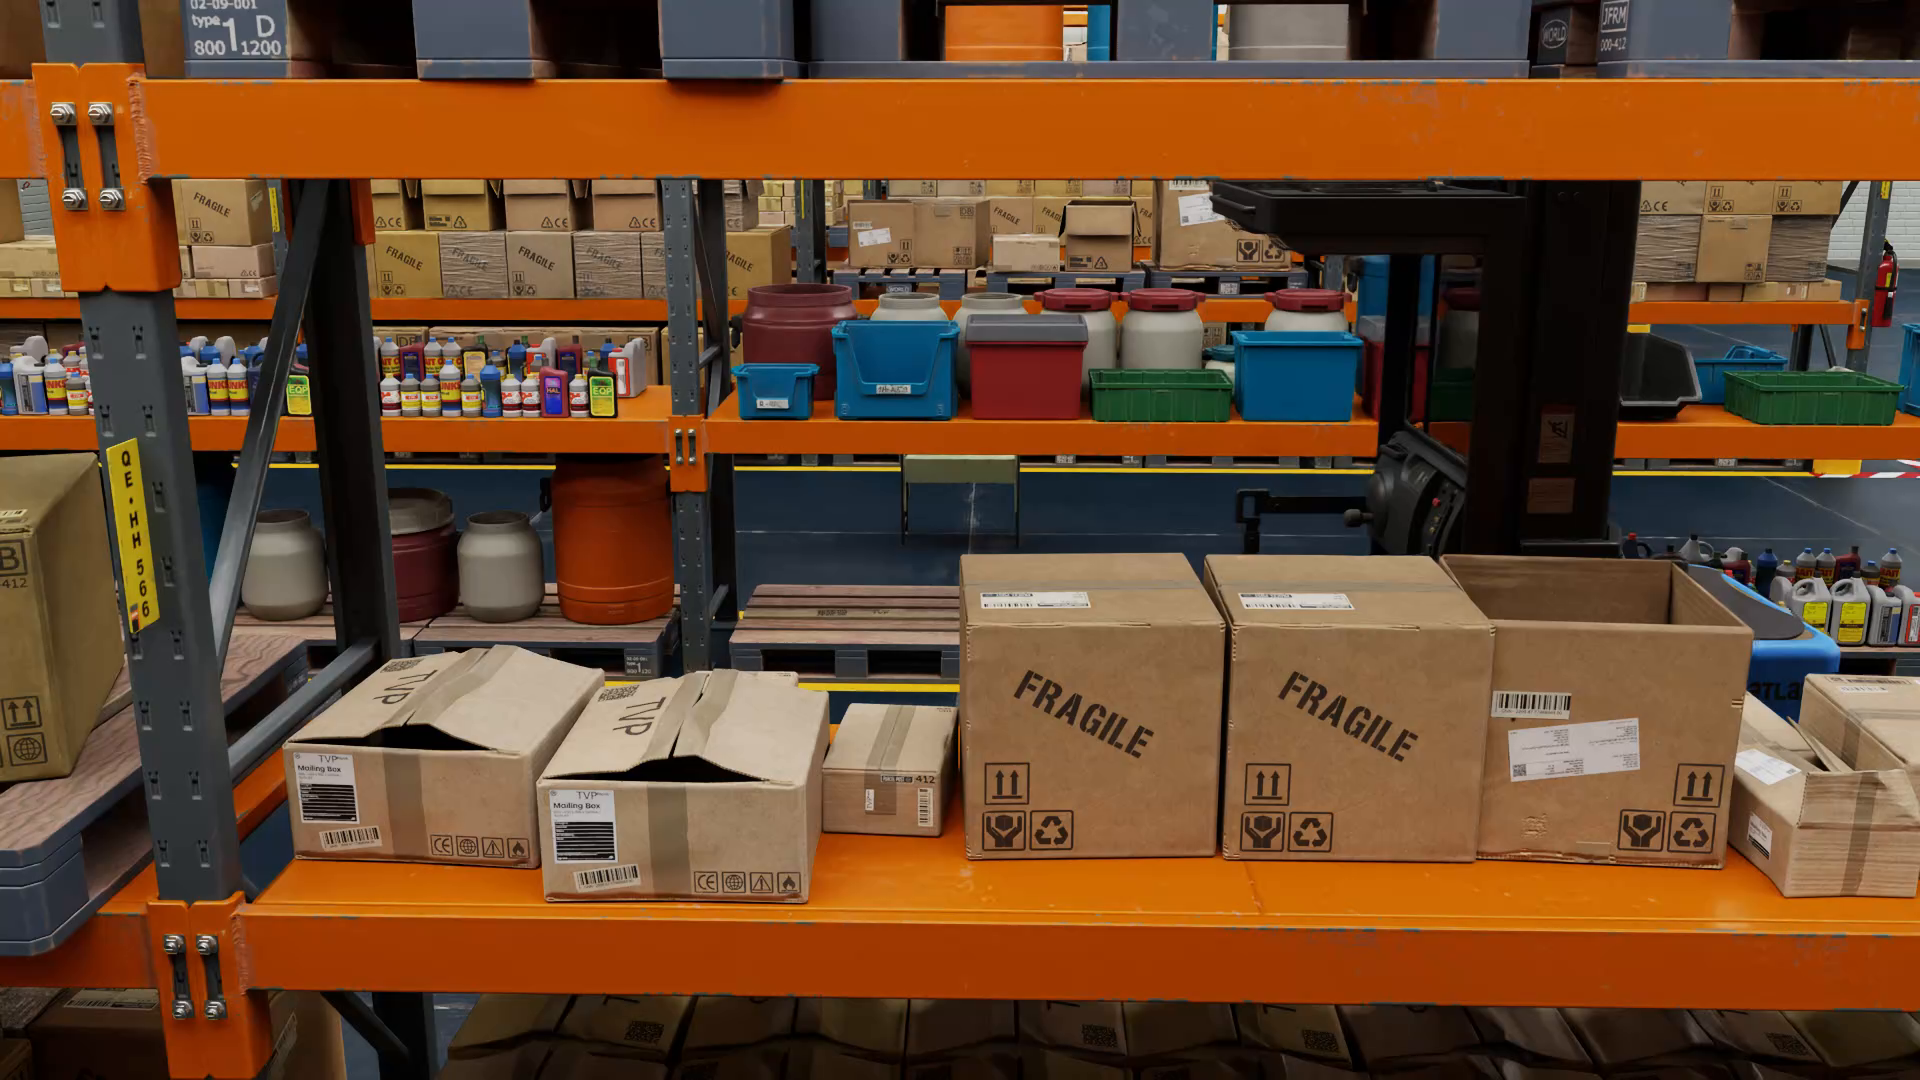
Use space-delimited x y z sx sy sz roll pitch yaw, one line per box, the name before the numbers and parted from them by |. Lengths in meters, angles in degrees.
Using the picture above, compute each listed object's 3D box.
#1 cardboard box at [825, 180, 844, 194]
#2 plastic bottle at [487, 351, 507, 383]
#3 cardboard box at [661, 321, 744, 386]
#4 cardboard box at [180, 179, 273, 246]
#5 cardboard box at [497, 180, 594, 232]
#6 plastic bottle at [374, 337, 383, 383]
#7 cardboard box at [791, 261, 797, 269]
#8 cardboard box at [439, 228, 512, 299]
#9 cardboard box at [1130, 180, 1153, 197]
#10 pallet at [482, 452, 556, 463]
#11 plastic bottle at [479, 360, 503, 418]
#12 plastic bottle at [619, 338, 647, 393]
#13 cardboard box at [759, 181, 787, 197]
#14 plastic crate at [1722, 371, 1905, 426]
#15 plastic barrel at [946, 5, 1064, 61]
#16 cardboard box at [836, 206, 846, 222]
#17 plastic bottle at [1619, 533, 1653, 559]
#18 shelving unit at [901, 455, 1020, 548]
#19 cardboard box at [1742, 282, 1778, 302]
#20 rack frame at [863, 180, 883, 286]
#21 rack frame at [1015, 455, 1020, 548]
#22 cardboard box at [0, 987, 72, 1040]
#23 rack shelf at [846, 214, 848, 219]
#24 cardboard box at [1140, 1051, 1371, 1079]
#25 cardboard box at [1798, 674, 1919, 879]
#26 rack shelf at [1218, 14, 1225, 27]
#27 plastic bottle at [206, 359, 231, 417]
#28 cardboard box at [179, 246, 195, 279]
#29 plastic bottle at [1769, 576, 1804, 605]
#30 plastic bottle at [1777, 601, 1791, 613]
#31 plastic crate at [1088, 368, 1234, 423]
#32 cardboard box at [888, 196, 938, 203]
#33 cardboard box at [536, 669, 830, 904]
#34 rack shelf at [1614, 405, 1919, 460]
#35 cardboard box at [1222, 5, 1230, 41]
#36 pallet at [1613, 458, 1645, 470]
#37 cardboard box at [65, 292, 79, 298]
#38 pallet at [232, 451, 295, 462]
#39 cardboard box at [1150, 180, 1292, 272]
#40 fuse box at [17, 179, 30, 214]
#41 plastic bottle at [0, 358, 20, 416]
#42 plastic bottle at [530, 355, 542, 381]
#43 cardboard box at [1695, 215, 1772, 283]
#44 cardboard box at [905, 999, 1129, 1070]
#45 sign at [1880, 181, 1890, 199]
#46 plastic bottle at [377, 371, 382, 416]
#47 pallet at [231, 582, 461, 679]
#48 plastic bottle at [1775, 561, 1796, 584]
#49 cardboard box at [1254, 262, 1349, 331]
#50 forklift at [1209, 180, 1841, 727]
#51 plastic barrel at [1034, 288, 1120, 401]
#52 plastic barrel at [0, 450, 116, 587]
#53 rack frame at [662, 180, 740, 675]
cardboard box | -1.399 -3.837 18.005 0.250 0.149 0.380 0 15 2
plastic bottle | -2.427 -0.889 8.717 0.097 0.201 0.097 0 15 0
cardboard box | -1.855 -1.336 13.367 0.875 0.875 1.225 0 15 -1
cardboard box | -5.630 -2.546 12.849 0.500 0.500 0.500 1 15 3
cardboard box | -3.218 -2.701 13.034 0.637 0.503 0.797 1 15 3
plastic bottle | -3.103 -0.922 8.698 0.135 0.276 0.152 0 15 1
cardboard box | -2.492 -3.886 23.032 0.875 0.875 0.875 1 15 2
cardboard box | -3.708 -2.152 12.921 0.500 0.500 0.500 0 15 0
cardboard box | 2.050 -3.925 17.682 0.500 0.500 0.700 0 15 0
pallet | -3.168 -0.836 13.593 1.213 0.211 1.003 0 15 1
plastic bottle | -2.247 -0.728 7.970 0.097 0.271 0.097 0 15 0
plastic bottle | -1.716 -0.913 8.664 0.135 0.276 0.152 0 15 1
cardboard box | -1.952 -3.674 17.390 0.250 0.149 0.380 1 15 3
plastic crate | 4.057 -0.678 7.947 0.662 0.188 0.450 0 15 1
plastic barrel | 0.177 -2.481 7.641 0.708 0.830 0.600 0 15 1
cardboard box | -1.380 -3.551 18.089 0.250 0.149 0.380 0 15 1
plastic bottle | 3.550 0.138 8.766 0.185 0.351 0.144 0 15 -1
shelving unit | 0.007 -0.725 10.649 0.755 1.500 0.431 0 15 1
cardboard box | 6.041 -1.917 12.717 0.250 0.149 0.380 0 15 1
rack frame | -0.938 -3.415 17.904 0.127 3.000 1.000 0 15 1
rack frame | 0.373 -0.723 10.639 0.023 1.500 0.400 0 15 1
cardboard box | -2.393 1.294 4.095 0.500 0.500 0.500 0 15 -1
rack shelf | -2.912 -4.343 22.832 4.000 0.370 1.077 0 15 1
cardboard box | 0.643 1.317 3.434 0.500 0.311 0.500 0 15 1
cardboard box | 2.083 0.482 3.427 0.500 0.250 0.500 1 15 5
rack shelf | 5.209 -8.264 26.719 4.000 0.370 1.077 0 15 1
plastic bottle | -3.565 -0.736 8.002 0.097 0.271 0.097 0 15 0
cardboard box | -6.130 -2.187 12.960 0.500 0.250 0.500 1 15 3
plastic bottle | 4.095 0.320 8.225 0.135 0.276 0.152 0 15 1
plastic bottle | 3.974 0.399 8.071 0.097 0.201 0.097 0 15 0
plastic crate | 0.959 -0.699 8.023 0.662 0.188 0.450 0 15 1
cardboard box | -0.496 -3.392 17.619 0.500 0.500 0.500 1 15 2
cardboard box | -0.533 0.474 3.339 0.500 0.311 0.500 0 15 1
rack shelf | 4.706 -0.501 8.268 4.000 0.370 1.077 0 15 1
cardboard box | 2.366 -3.856 12.671 0.637 0.503 0.797 0 15 -1
pallet | 4.728 -0.774 13.359 1.213 0.211 1.003 0 15 1
cardboard box | -6.762 -1.982 12.965 0.250 0.149 0.380 0 15 1
pallet | -5.922 -0.853 13.661 1.213 0.211 1.003 0 15 1
cardboard box | 2.043 -2.659 13.038 1.000 1.000 1.000 0 15 2
fuse box | -14.348 -4.673 25.197 0.414 1.711 0.539 0 15 1
plastic bottle | -4.588 -0.743 8.028 0.097 0.271 0.097 0 15 0
plastic bottle | -2.163 -0.848 8.564 0.097 0.201 0.097 0 15 0
cardboard box | 5.780 -2.274 12.801 0.500 0.500 0.875 0 15 1
cardboard box | 0.132 1.177 3.966 0.500 0.311 0.500 0 15 1
sign | 6.798 -2.670 12.191 0.005 0.325 0.100 0 15 1
plastic bottle | -2.850 -0.733 7.965 0.133 0.283 0.061 0 15 1
pallet | -3.298 0.457 8.692 1.213 0.211 1.003 0 15 1
plastic bottle | 4.359 0.210 8.787 0.097 0.201 0.097 0 15 0
cardboard box | 3.688 -2.543 17.940 0.875 0.875 0.875 1 15 2
forklift | 1.370 -0.166 5.724 3.031 2.935 1.130 0 15 -1
plastic barrel | 0.590 -0.997 8.473 0.433 0.535 0.433 0 15 0
plastic barrel | -4.747 -0.094 8.608 0.708 0.901 0.600 0 15 1
rack frame | -1.292 -0.888 8.325 0.127 3.000 1.000 0 15 1
